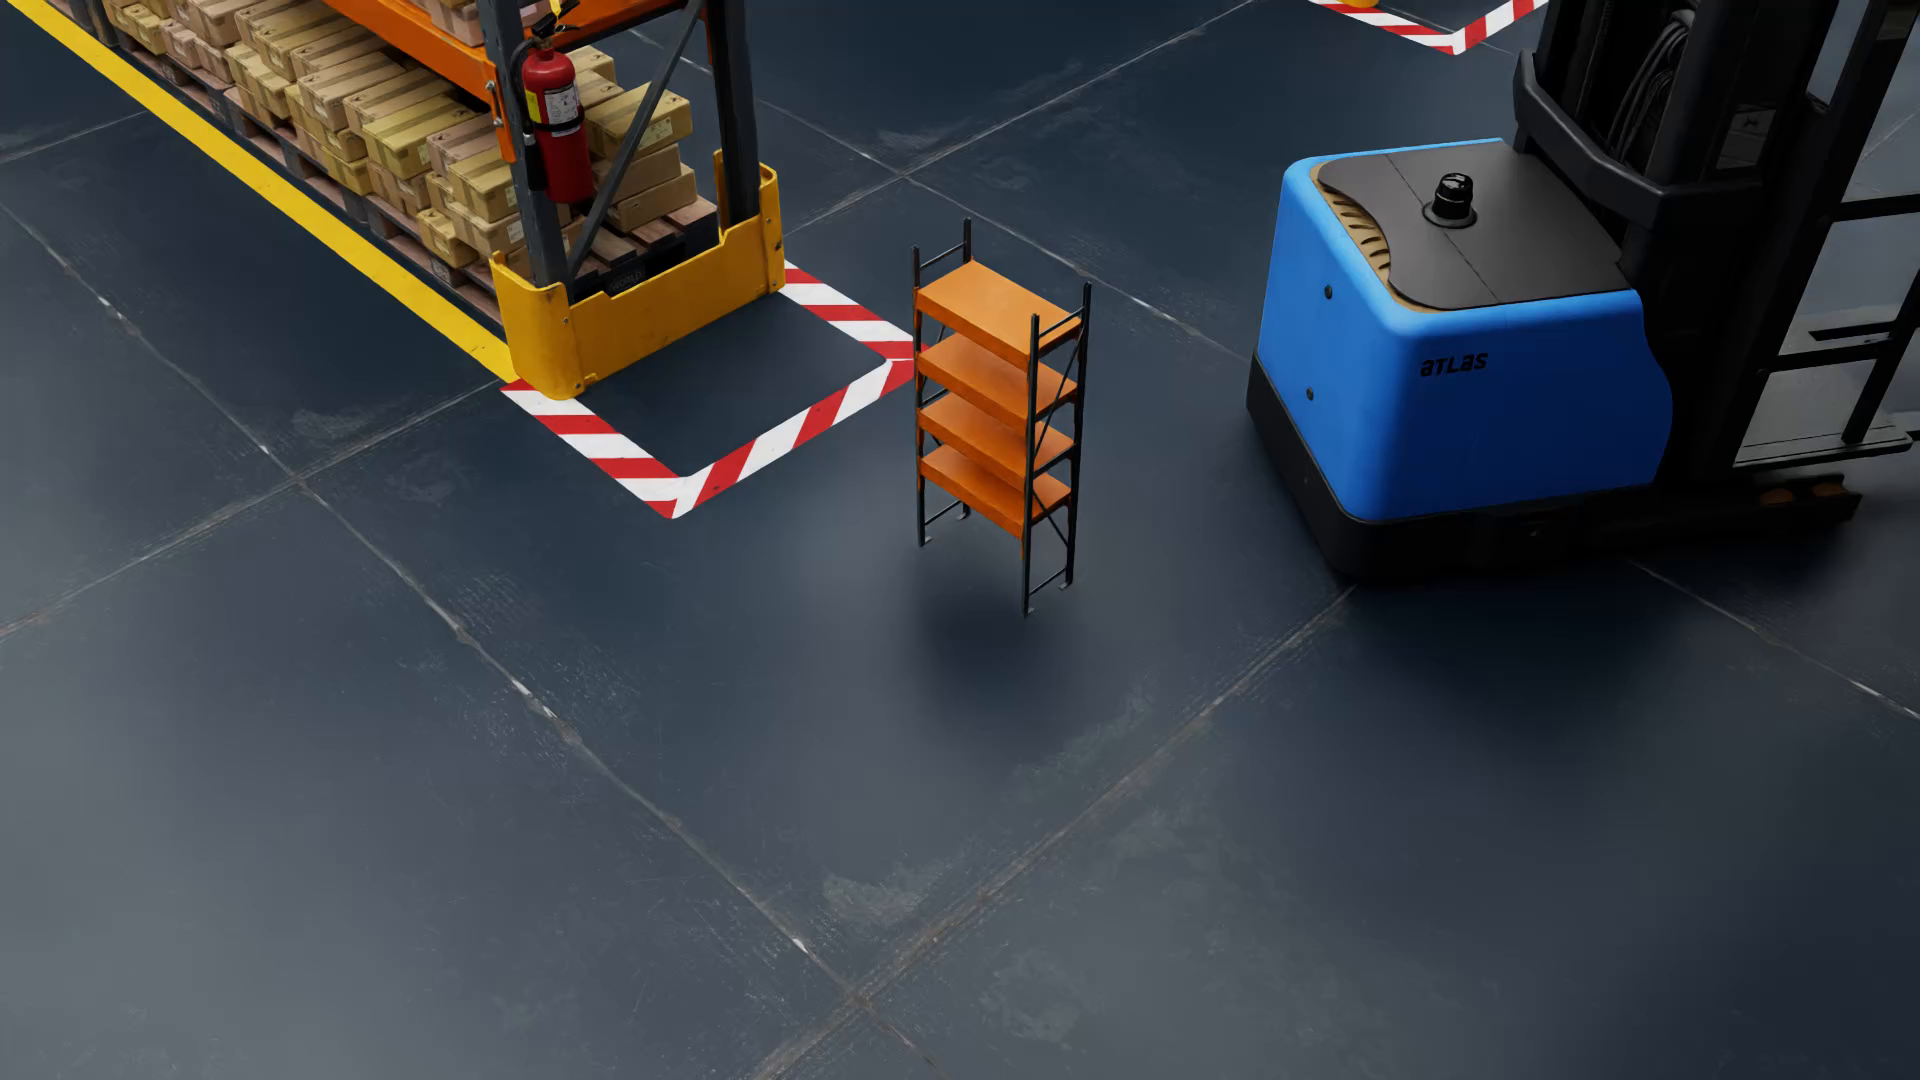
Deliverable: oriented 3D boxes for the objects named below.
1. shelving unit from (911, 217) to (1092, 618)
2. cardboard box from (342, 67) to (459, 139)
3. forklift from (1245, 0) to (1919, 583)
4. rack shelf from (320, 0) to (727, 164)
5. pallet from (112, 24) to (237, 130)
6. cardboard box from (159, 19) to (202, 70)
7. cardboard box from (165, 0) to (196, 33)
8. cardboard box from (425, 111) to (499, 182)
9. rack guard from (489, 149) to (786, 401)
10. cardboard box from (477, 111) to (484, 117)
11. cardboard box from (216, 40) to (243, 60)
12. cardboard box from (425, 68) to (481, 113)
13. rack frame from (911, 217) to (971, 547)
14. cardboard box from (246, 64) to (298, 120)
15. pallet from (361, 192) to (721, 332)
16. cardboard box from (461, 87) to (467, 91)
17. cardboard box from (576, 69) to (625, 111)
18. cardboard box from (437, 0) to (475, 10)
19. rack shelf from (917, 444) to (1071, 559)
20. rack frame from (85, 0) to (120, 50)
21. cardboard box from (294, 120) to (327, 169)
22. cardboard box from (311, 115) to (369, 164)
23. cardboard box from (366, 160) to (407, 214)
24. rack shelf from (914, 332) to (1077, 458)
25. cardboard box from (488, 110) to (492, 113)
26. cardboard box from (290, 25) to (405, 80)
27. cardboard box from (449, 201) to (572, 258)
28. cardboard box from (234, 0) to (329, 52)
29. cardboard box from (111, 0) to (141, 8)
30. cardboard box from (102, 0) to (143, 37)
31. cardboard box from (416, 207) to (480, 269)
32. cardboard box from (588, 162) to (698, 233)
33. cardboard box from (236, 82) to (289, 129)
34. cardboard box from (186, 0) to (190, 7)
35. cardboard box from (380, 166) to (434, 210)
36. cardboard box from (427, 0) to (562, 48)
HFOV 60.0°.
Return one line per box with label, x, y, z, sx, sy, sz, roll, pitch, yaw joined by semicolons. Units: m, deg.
shelving unit;0.117;-0.361;5.257;0.258;1.200;0.503;-34;53;-31
cardboard box;-2.278;-1.764;6.802;0.250;0.149;0.380;32;52;30
forklift;2.632;-1.441;5.150;3.031;2.935;1.130;-8;43;-9
rack shelf;-2.589;-2.635;6.922;1.077;0.370;4.000;-34;53;-31
pallet;-3.502;-2.531;8.333;1.003;0.211;1.213;-34;53;-31
cardboard box;-3.572;-2.417;7.946;0.250;0.149;0.380;34;52;31
cardboard box;-3.532;-2.571;7.894;0.250;0.149;0.380;34;52;31
cardboard box;-1.867;-1.546;6.565;0.380;0.149;0.250;-33;52;-31
rack guard;-1.230;-1.057;6.526;1.175;0.500;0.348;-34;53;-31
cardboard box;-2.094;-1.906;7.393;0.380;0.149;0.250;-34;52;-31
cardboard box;-3.166;-2.297;7.597;0.380;0.149;0.250;-32;51;-30
cardboard box;-2.113;-2.021;7.299;0.250;0.149;0.380;32;51;30
rack frame;-0.055;-0.478;5.384;0.240;1.200;0.015;-34;53;-31
cardboard box;-2.877;-2.015;7.292;0.380;0.149;0.250;-34;52;-31
pallet;-1.779;-1.358;7.064;1.003;0.211;1.213;-34;53;-31
cardboard box;-1.907;-2.016;7.074;0.250;0.149;0.380;32;51;30
cardboard box;-1.586;-1.754;6.791;0.380;0.149;0.250;-33;52;-31
cardboard box;-1.676;-2.177;5.603;0.500;0.500;0.500;-33;52;-31
rack shelf;0.117;-0.166;5.437;0.258;0.148;0.480;-34;53;-31
rack frame;-4.002;-3.861;7.718;1.000;3.000;0.127;-34;53;-31
cardboard box;-2.662;-1.788;7.266;0.380;0.149;0.250;-33;52;-31
cardboard box;-2.495;-1.763;7.020;0.380;0.149;0.250;-33;52;-31
cardboard box;-2.259;-1.555;7.013;0.380;0.149;0.250;-34;52;-31
rack shelf;0.117;-0.476;5.151;0.258;0.148;0.480;-34;53;-31
cardboard box;-1.754;-1.764;7.021;0.380;0.149;0.250;-33;52;-31
cardboard box;-2.614;-2.046;7.107;0.250;0.149;0.380;32;52;30
cardboard box;-1.752;-1.272;6.488;0.250;0.149;0.380;33;52;30
cardboard box;-2.966;-2.296;7.377;0.250;0.149;0.380;32;51;30
cardboard box;-3.972;-2.750;8.087;0.380;0.149;0.250;-32;51;-30
cardboard box;-3.972;-2.639;8.187;0.250;0.149;0.380;32;51;30
cardboard box;-1.949;-1.274;6.710;0.380;0.149;0.250;-32;52;-30
cardboard box;-1.320;-1.451;6.901;0.380;0.149;0.250;-33;52;-31
cardboard box;-3.027;-2.035;7.533;0.250;0.149;0.380;33;52;30
cardboard box;-3.339;-2.549;7.651;0.250;0.149;0.380;33;52;30
cardboard box;-2.120;-1.521;6.758;0.250;0.149;0.380;32;52;30
cardboard box;-1.607;-1.868;5.746;0.380;0.149;0.250;-34;53;-31
